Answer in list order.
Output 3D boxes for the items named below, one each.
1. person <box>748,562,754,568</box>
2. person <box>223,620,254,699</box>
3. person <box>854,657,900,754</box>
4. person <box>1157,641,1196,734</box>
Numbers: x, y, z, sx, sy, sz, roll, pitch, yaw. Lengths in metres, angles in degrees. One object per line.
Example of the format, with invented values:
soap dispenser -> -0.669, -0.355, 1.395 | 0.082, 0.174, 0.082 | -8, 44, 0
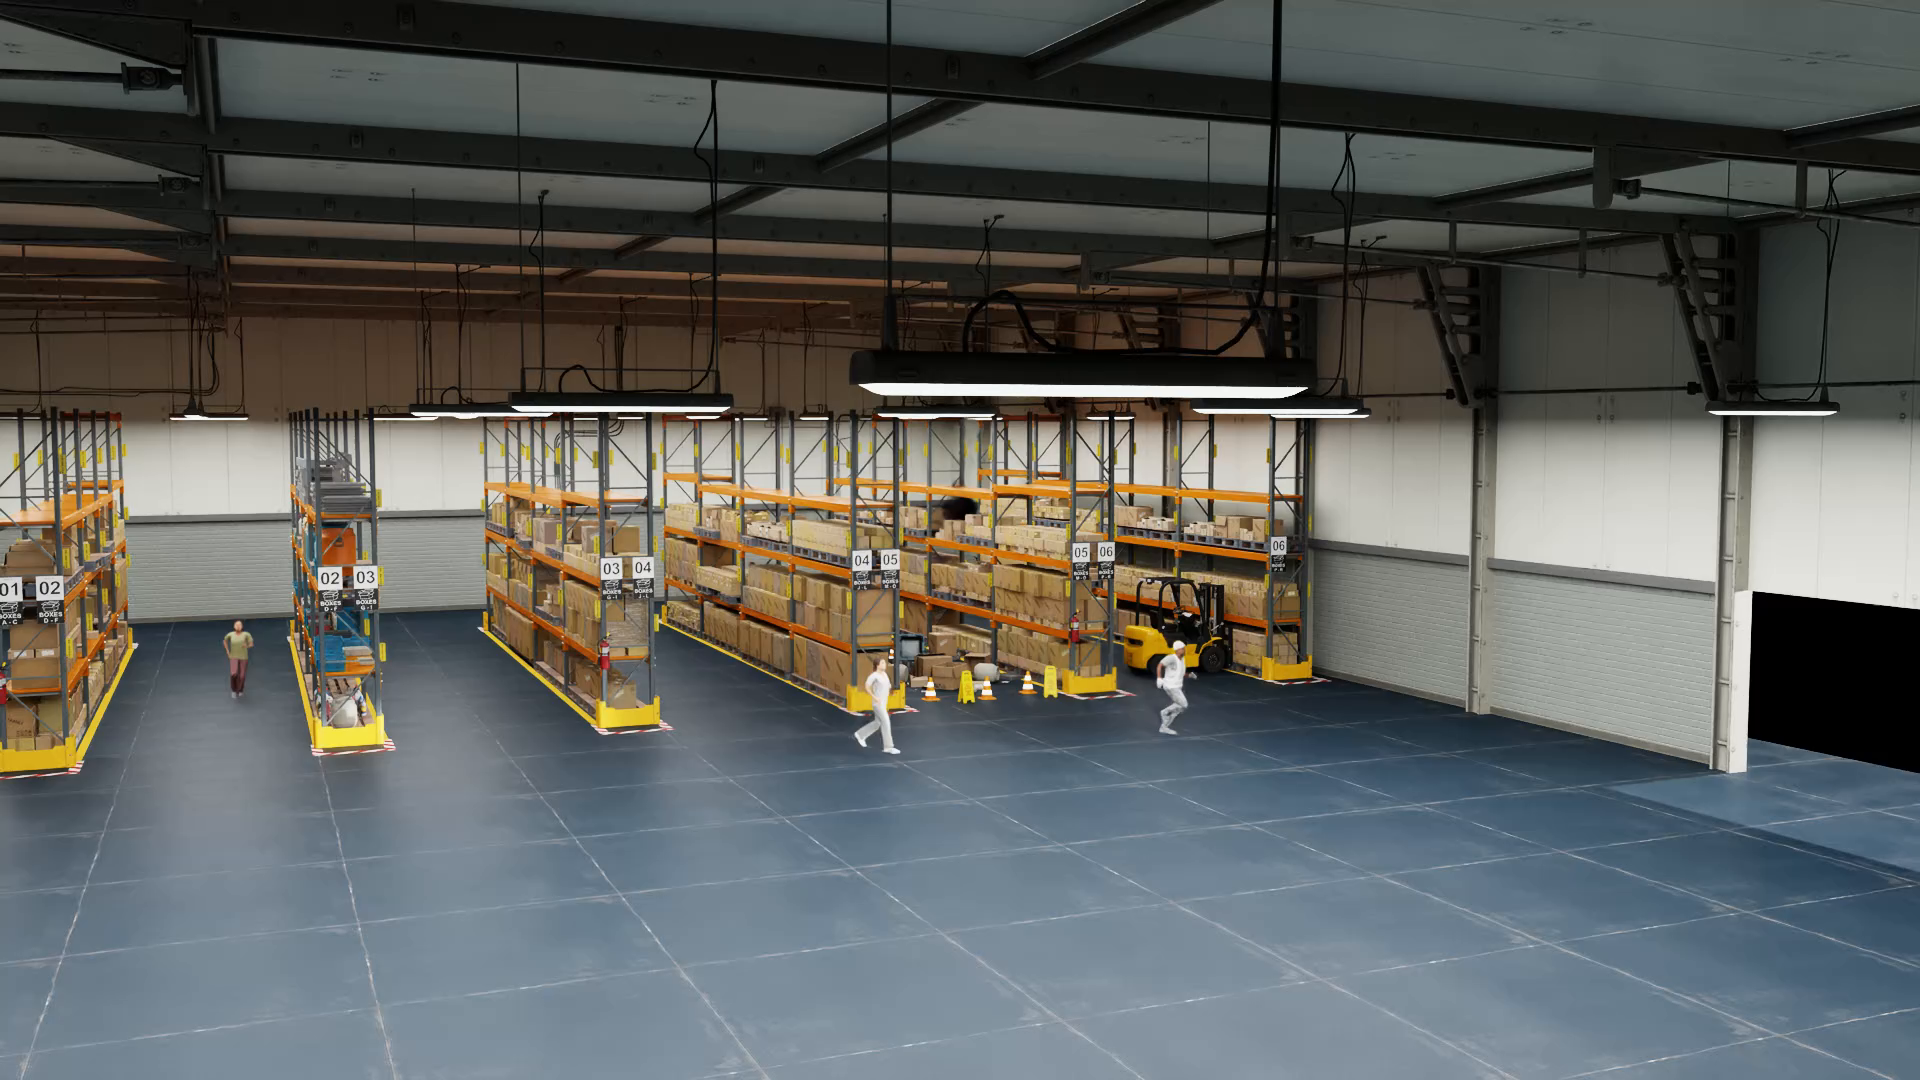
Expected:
person -> -6.036, 1.508, 48.250 | 0.628, 1.761, 1.125 | -3, 5, -40
person -> -14.984, 2.476, 34.567 | 0.573, 1.649, 0.656 | -2, 4, -26
person -> -1.433, 2.843, 28.828 | 0.891, 1.665, 0.562 | 2, 4, 22
person -> 4.004, 2.718, 30.564 | 0.651, 1.724, 0.732 | 2, 5, 30
